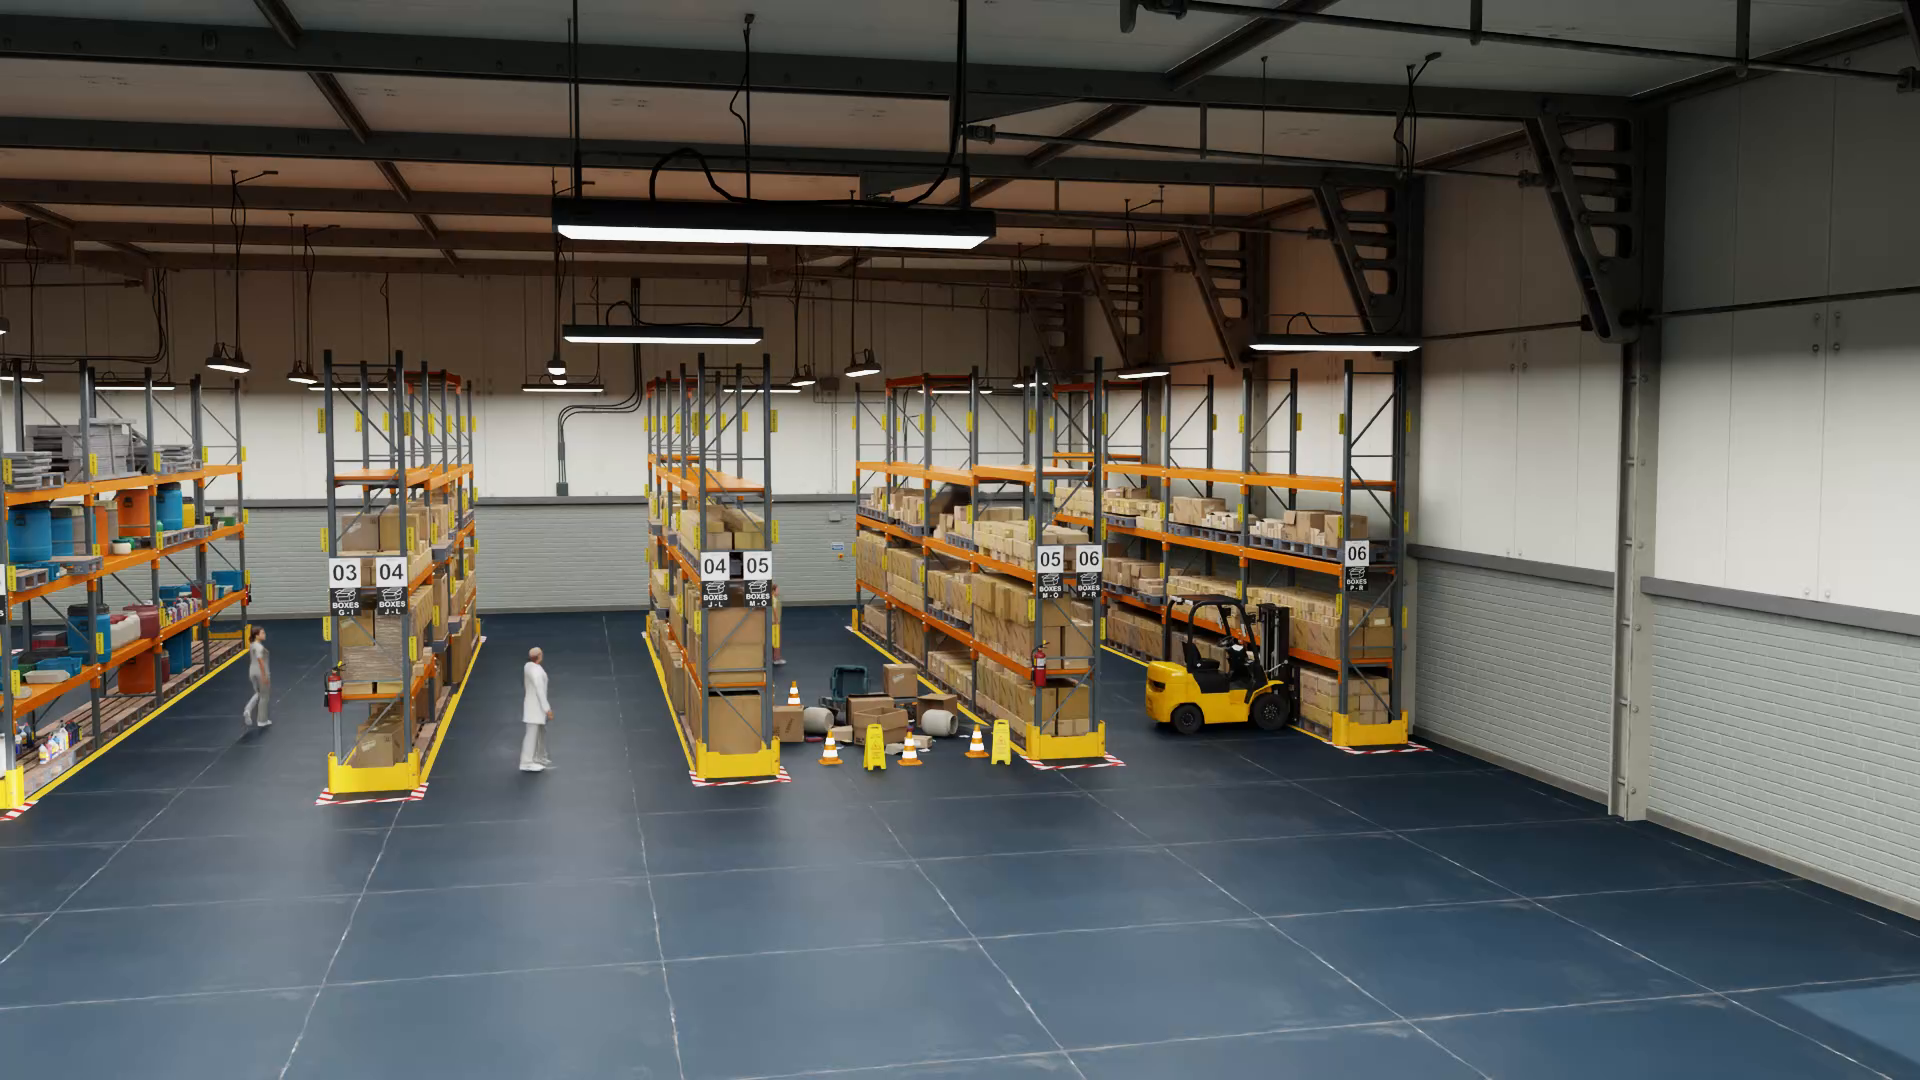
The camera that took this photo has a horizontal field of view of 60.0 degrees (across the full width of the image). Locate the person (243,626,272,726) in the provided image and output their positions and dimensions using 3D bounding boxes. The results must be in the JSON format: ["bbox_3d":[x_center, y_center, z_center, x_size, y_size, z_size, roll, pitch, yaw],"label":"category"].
[{"bbox_3d":[-11.586,2.249,27.425,0.430,1.663,0.523,2,4,22],"label":"person"}]

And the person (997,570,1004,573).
[{"bbox_3d":[0.945,1.458,38.144,0.363,1.777,0.606,-2,4,-23],"label":"person"}]

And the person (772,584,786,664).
[{"bbox_3d":[-3.854,1.745,34.668,0.386,1.673,0.498,-2,5,-30],"label":"person"}]

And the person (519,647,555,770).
[{"bbox_3d":[-6.174,2.455,24.198,0.529,1.828,0.717,-1,4,-19],"label":"person"}]
